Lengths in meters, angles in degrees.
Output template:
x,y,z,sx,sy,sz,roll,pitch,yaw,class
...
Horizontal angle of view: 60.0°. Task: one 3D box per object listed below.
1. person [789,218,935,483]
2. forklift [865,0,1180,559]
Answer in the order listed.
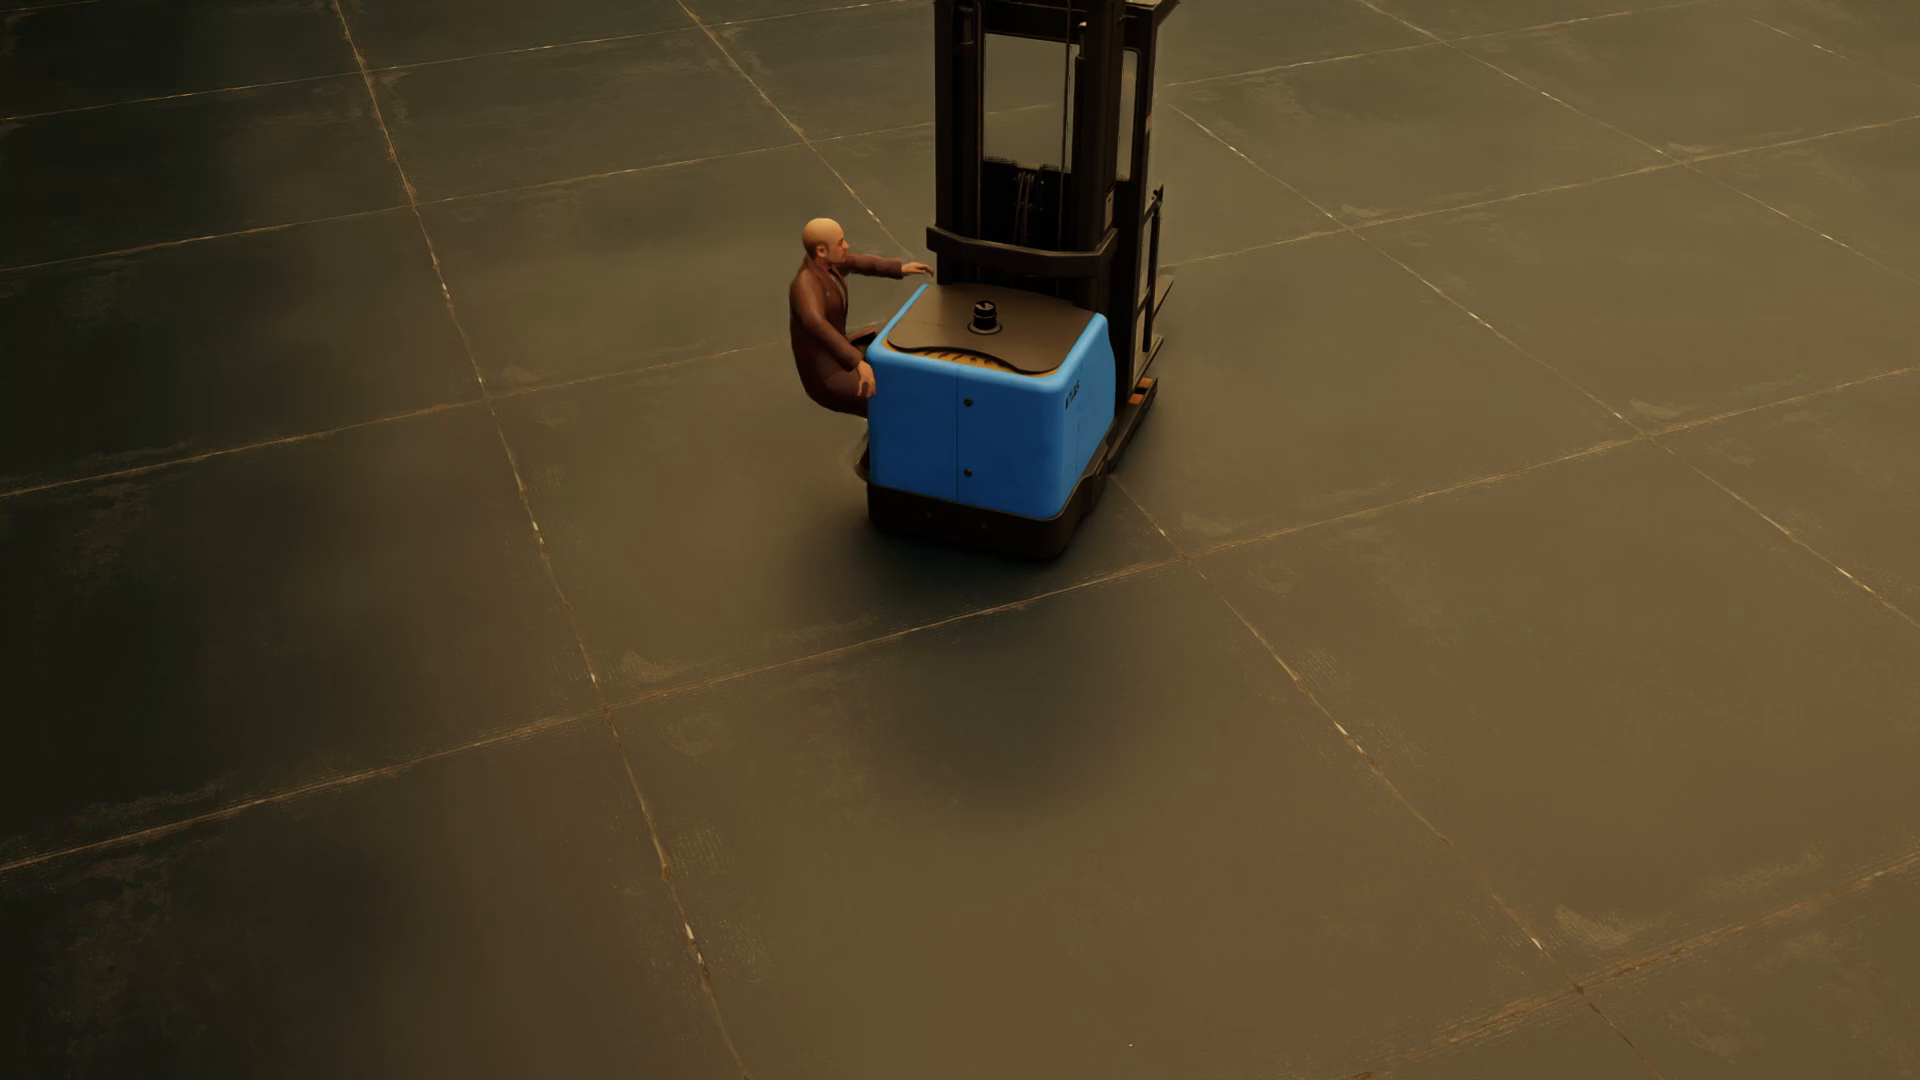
x,y,z,sx,sy,sz,roll,pitch,yaw,class
-0.422,-0.931,8.604,0.892,1.511,1.097,-3,36,-5,person
0.515,-1.948,8.838,1.130,2.935,3.031,12,37,17,forklift
